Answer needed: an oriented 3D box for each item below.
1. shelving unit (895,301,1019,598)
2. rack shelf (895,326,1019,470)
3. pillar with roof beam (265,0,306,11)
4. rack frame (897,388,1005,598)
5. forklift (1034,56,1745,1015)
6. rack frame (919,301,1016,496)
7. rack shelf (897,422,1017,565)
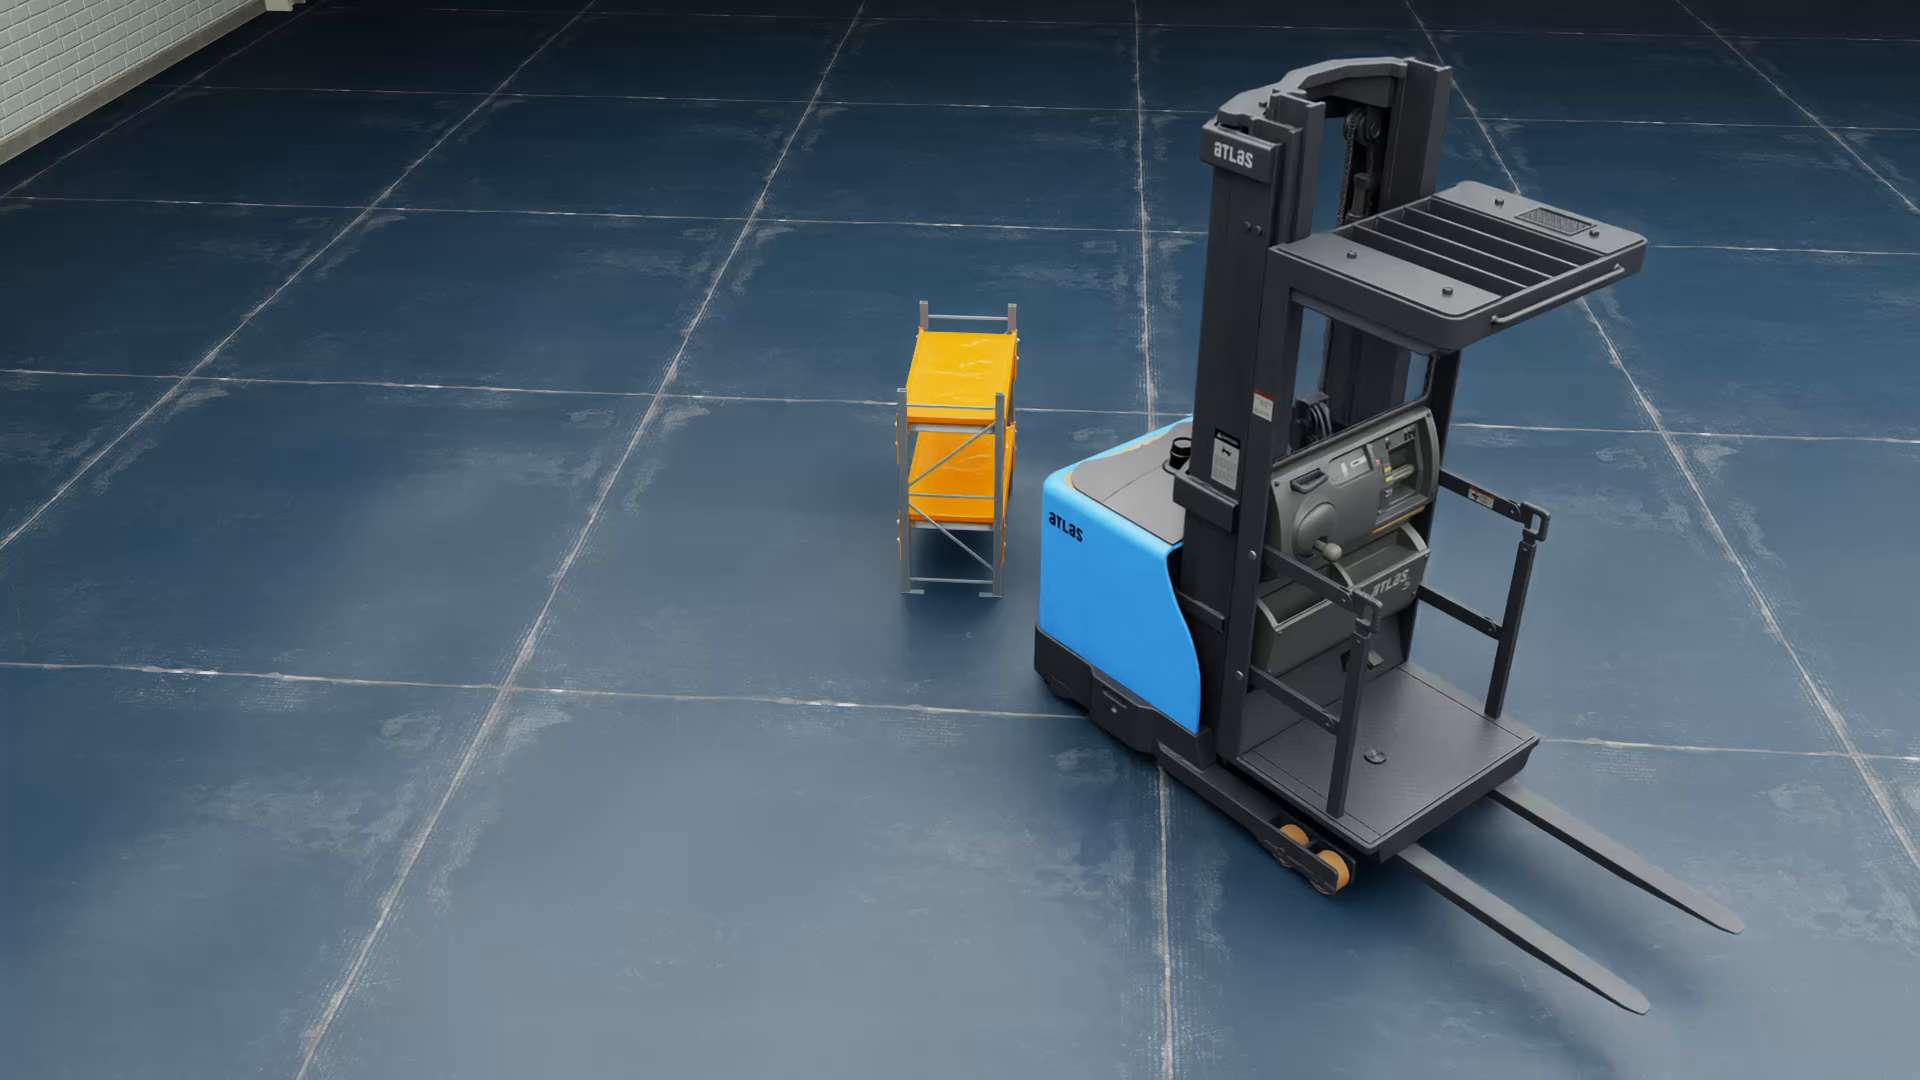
[{"bbox_3d":[-0.001,-0.475,8.449,0.538,1.125,1.048,2,32,4],"label":"shelving unit"},{"bbox_3d":[-0.001,-0.725,8.296,0.538,0.278,1.000,2,32,4],"label":"rack shelf"},{"bbox_3d":[-3.125,-9.511,15.606,9.100,9.000,0.400,2,32,4],"label":"pillar with roof beam"},{"bbox_3d":[-0.042,-0.210,8.018,0.500,1.125,0.032,2,32,4],"label":"rack frame"},{"bbox_3d":[1.652,-0.163,6.220,1.130,2.935,3.031,-23,38,-32],"label":"forklift"},{"bbox_3d":[0.041,-0.741,8.880,0.500,1.125,0.032,2,32,4],"label":"rack frame"},{"bbox_3d":[-0.001,-0.267,8.577,0.538,0.278,1.000,2,32,4],"label":"rack shelf"}]
